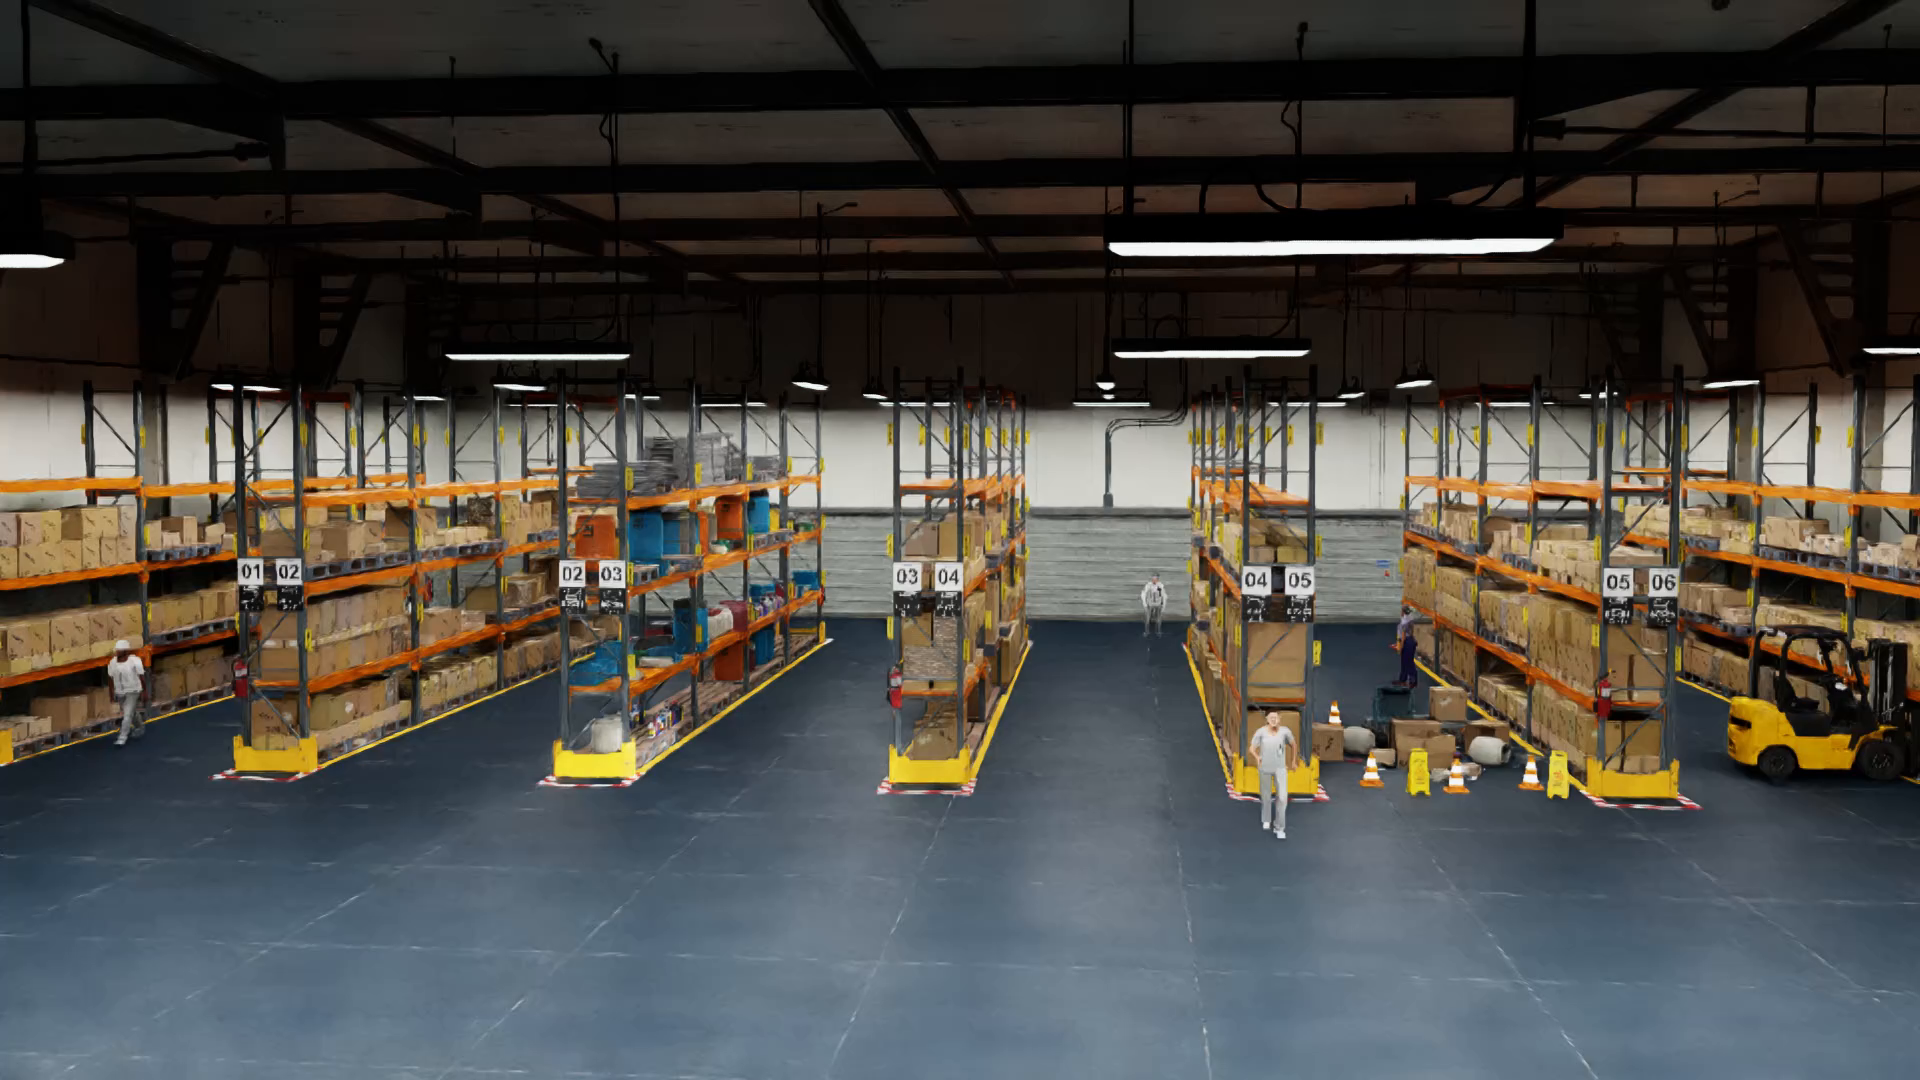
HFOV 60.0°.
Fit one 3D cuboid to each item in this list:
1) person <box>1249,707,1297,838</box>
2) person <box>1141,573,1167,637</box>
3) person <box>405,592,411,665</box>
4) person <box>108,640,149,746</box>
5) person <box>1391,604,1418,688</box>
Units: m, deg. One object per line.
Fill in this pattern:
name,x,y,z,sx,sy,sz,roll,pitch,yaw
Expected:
person,3.951,2.893,20.990,0.595,1.606,0.796,1,4,11
person,4.844,1.617,41.509,0.639,1.632,0.498,0,4,4
person,-11.698,1.937,35.678,0.416,1.677,0.537,-2,4,-25
person,-13.626,2.461,27.124,0.577,1.691,1.121,0,4,7
person,8.903,2.111,33.276,0.564,1.622,0.610,2,4,26
